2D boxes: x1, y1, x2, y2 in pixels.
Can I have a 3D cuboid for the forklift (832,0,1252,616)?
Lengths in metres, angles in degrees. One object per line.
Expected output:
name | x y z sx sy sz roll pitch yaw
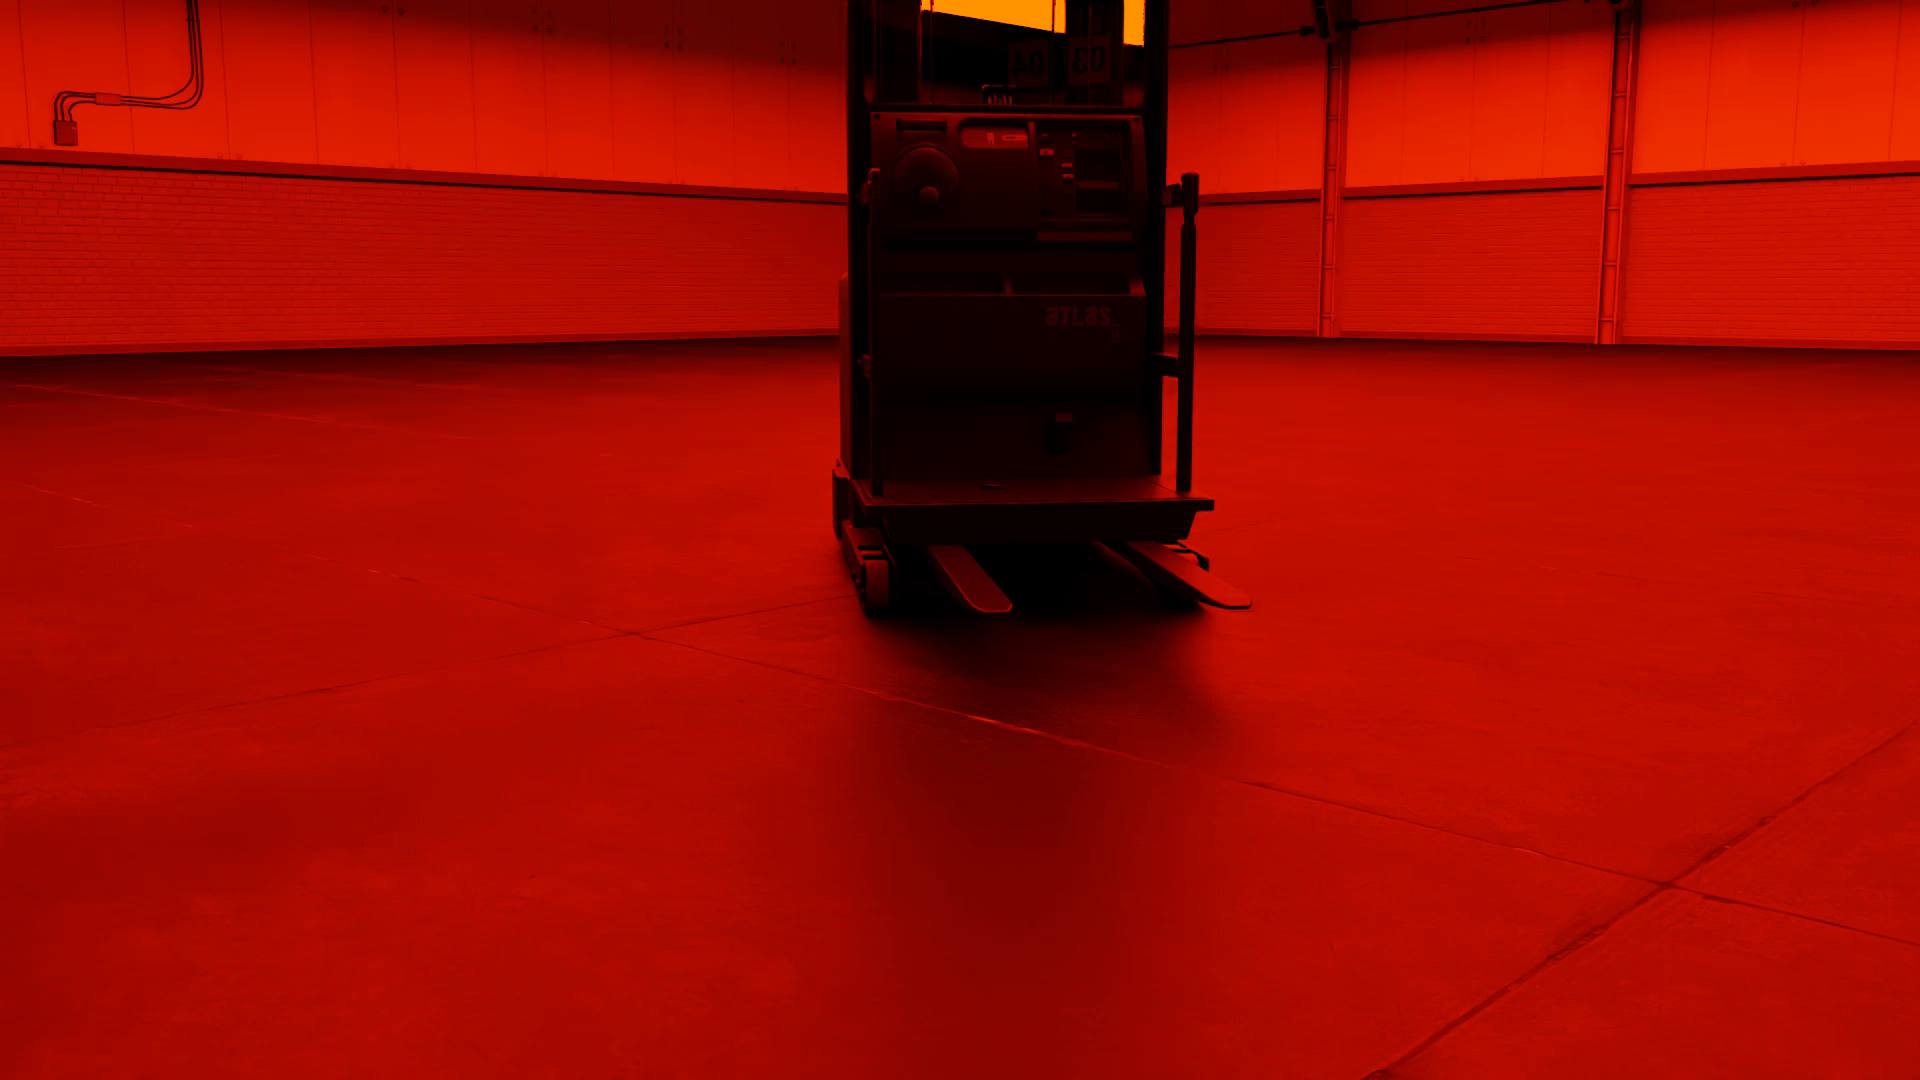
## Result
forklift | 0.194 -1.281 5.381 1.130 2.935 3.031 -1 9 -7
